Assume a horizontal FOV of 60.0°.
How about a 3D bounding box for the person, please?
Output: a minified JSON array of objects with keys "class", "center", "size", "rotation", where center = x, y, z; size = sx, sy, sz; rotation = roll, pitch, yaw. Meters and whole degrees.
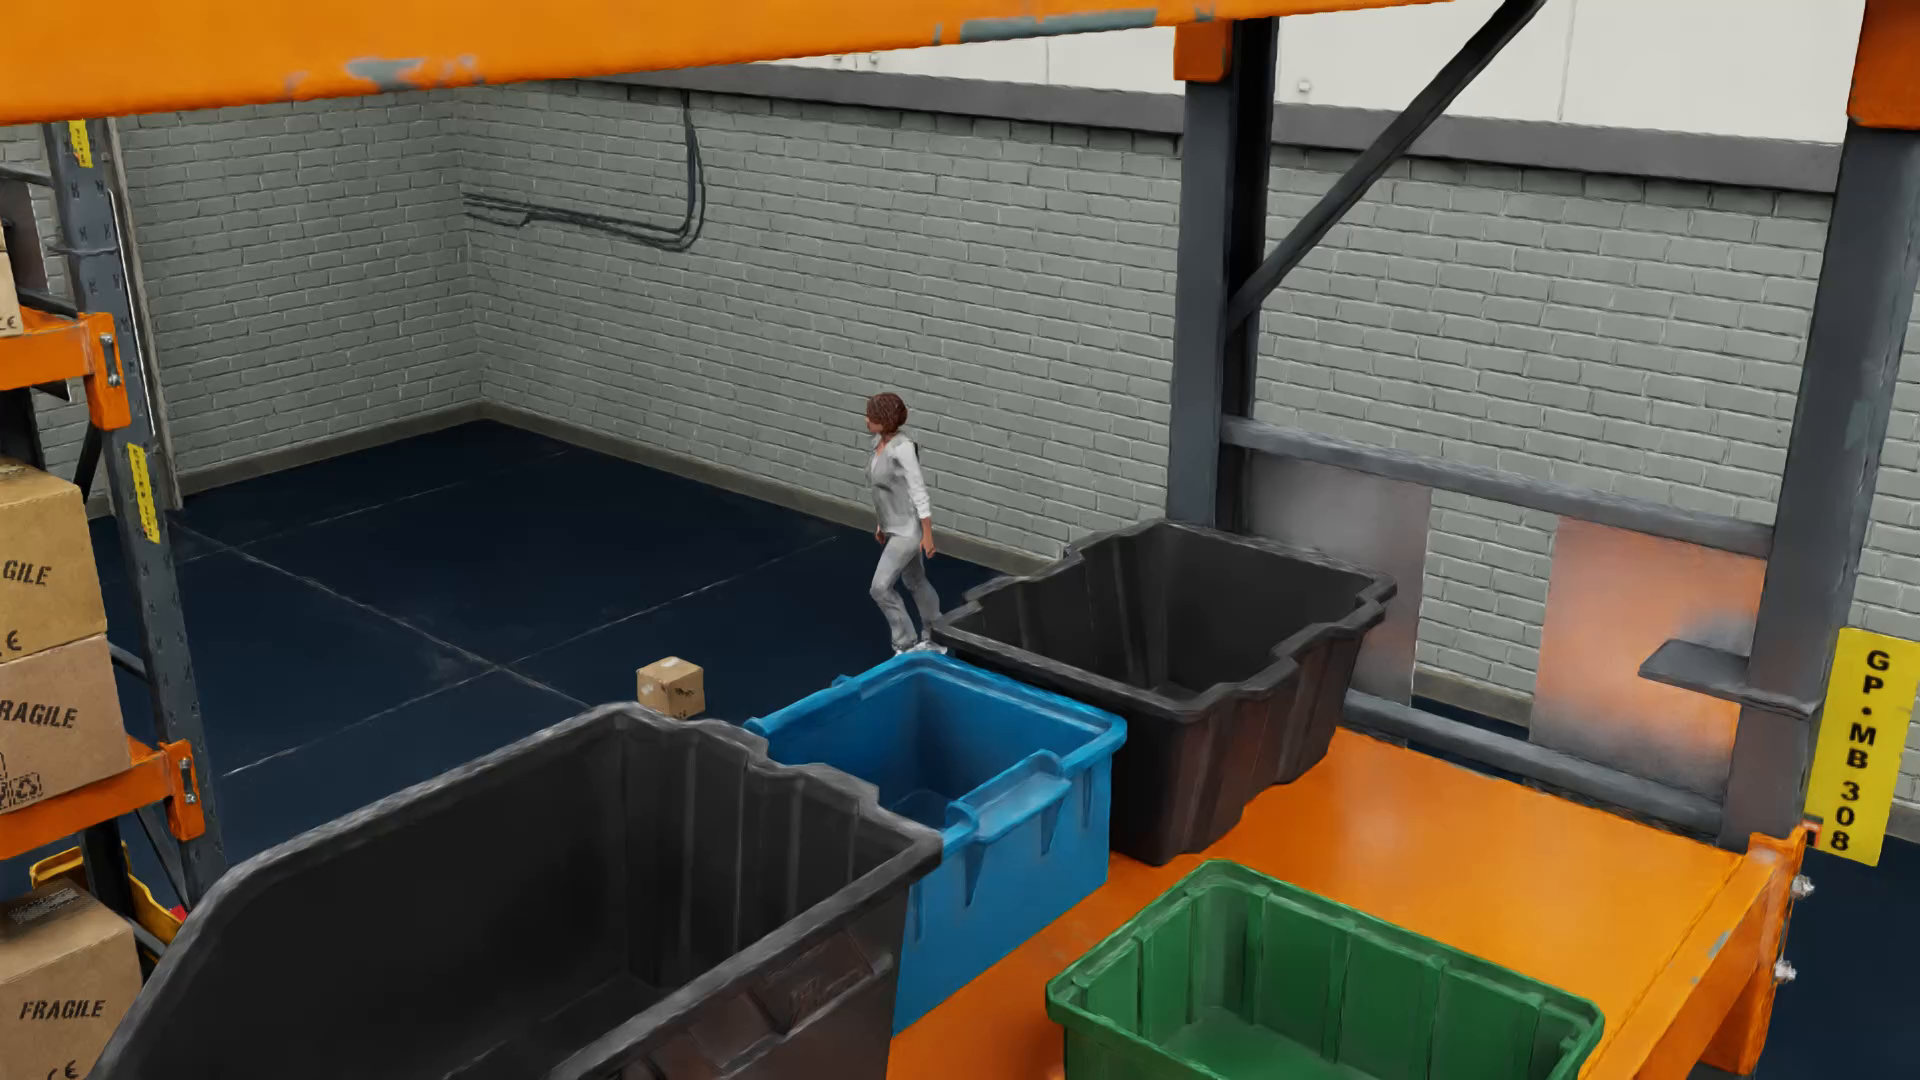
[{"class":"person","center":[-0.292,-0.051,9.203],"size":[0.500,1.596,0.442],"rotation":[-7,22,-17]}]
